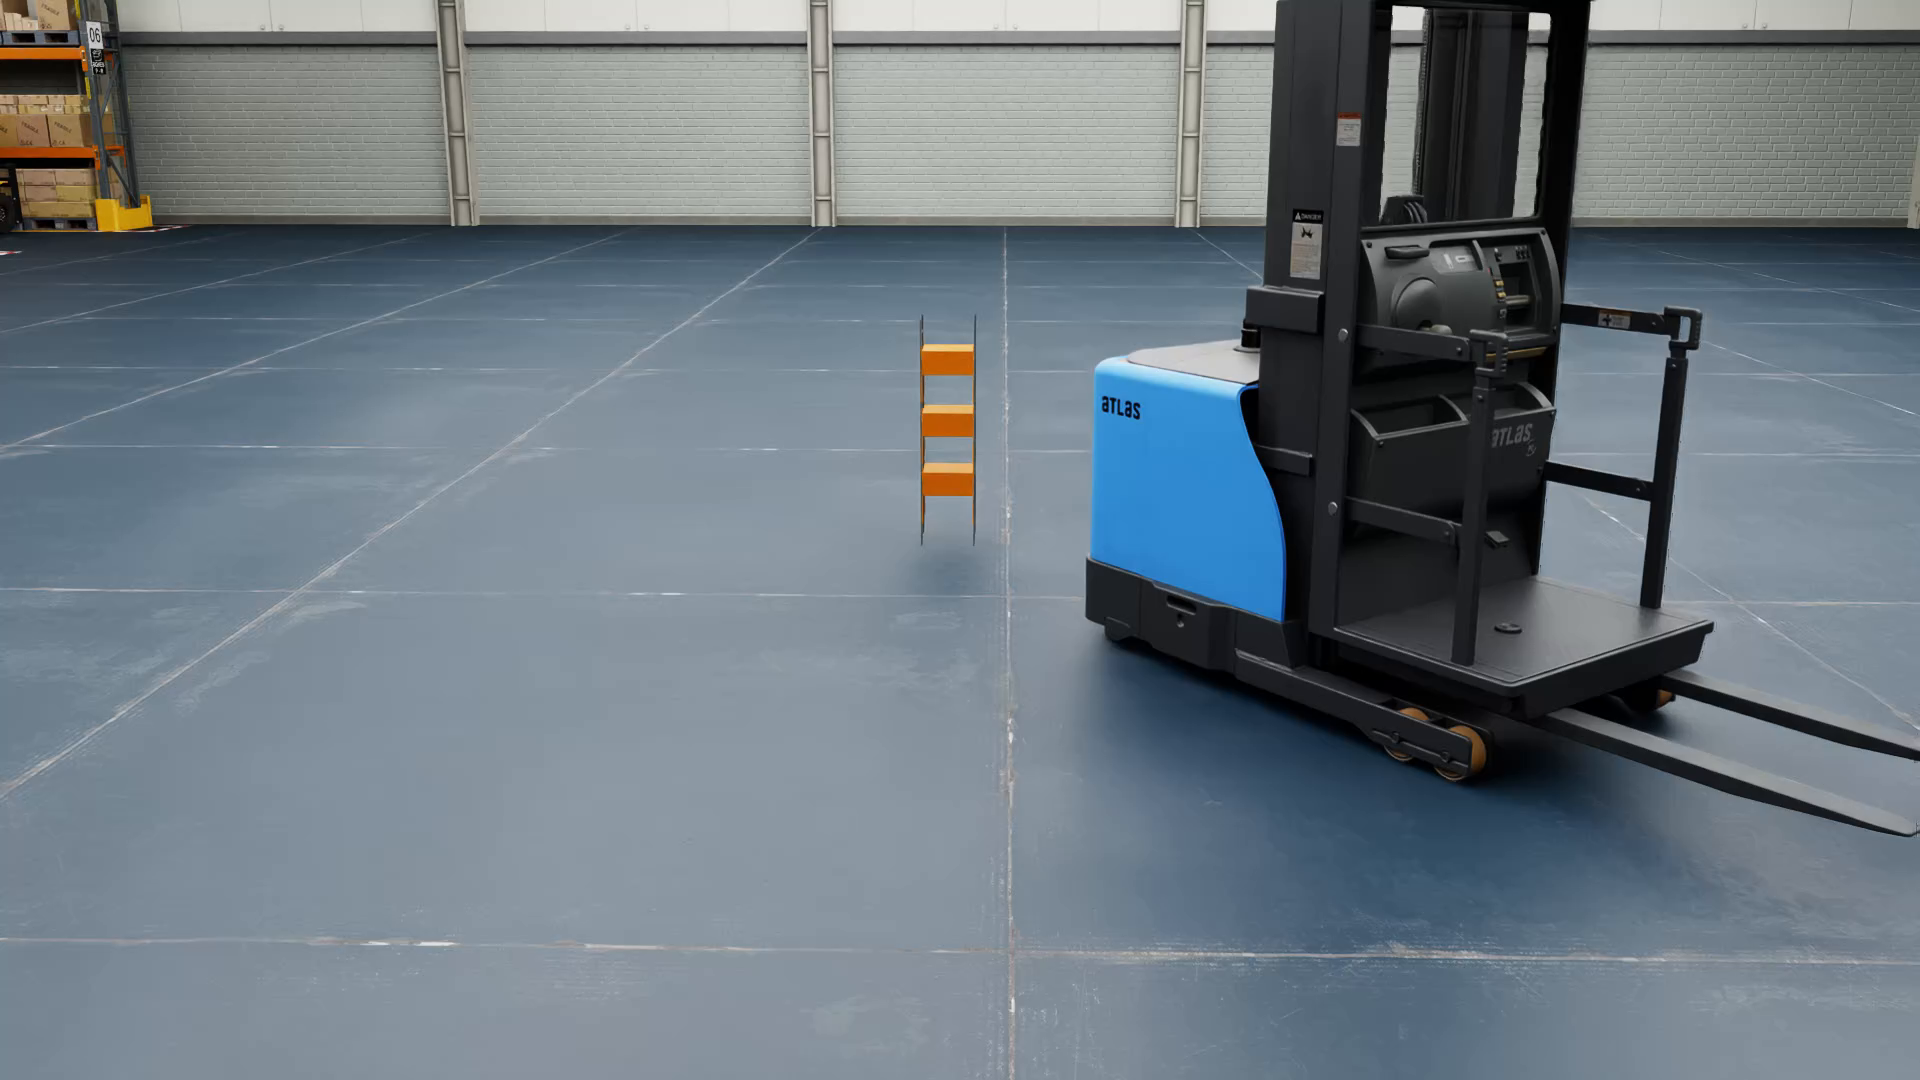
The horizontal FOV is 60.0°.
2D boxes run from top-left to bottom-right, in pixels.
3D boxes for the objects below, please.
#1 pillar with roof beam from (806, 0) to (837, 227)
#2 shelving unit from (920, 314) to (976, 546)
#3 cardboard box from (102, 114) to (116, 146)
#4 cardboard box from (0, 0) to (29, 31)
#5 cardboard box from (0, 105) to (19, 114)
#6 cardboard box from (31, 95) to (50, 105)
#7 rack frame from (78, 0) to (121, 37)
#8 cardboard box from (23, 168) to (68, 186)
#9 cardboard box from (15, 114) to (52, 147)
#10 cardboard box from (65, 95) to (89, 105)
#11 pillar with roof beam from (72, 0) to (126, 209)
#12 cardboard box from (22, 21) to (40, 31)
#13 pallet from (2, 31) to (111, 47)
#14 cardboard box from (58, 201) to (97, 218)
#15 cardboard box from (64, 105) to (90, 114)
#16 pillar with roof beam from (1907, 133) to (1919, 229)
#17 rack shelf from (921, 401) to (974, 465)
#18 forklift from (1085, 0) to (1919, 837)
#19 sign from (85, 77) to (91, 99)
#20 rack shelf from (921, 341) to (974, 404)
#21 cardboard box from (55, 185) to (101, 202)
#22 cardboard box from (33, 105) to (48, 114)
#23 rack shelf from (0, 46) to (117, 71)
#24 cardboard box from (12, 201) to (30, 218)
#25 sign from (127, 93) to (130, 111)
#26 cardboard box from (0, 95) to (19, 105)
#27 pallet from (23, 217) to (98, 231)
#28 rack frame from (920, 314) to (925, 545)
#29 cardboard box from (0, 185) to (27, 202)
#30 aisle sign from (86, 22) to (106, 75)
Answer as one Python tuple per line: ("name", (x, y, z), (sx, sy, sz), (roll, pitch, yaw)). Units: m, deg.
("pillar with roof beam", (-2.363, -8.472, 22.313), (0.400, 9.000, 9.100), (0, 15, 1))
("shelving unit", (-0.053, -0.508, 7.707), (0.252, 1.050, 0.215), (0, 15, 1))
("cardboard box", (-14.064, -6.636, 26.915), (0.500, 0.500, 0.500), (1, 15, 3))
("cardboard box", (-15.046, -8.236, 26.083), (0.500, 0.500, 0.700), (0, 15, 2))
("cardboard box", (-14.960, -6.812, 26.311), (0.250, 0.149, 0.380), (0, 15, 0))
("cardboard box", (-14.449, -6.956, 26.275), (0.250, 0.149, 0.380), (1, 15, 3))
("rack frame", (-13.576, -9.414, 25.882), (0.127, 3.000, 1.000), (0, 15, 1))
("cardboard box", (-14.555, -5.796, 26.534), (0.500, 0.250, 0.500), (1, 15, 2))
("cardboard box", (-14.593, -6.504, 26.415), (0.500, 0.500, 0.500), (1, 15, 3))
("cardboard box", (-13.940, -6.968, 26.319), (0.250, 0.149, 0.380), (0, 15, 2))
("pillar with roof beam", (-14.359, -8.551, 22.609), (0.400, 9.000, 9.100), (0, 15, 1))
("cardboard box", (-14.412, -8.022, 25.957), (0.250, 0.149, 0.380), (0, 15, 0))
("pallet", (-14.282, -7.932, 26.318), (1.213, 0.211, 1.003), (0, 15, 1))
("cardboard box", (-14.054, -5.309, 26.651), (0.500, 0.250, 0.500), (0, 15, 2))
("cardboard box", (-13.930, -6.806, 26.290), (0.250, 0.149, 0.380), (1, 15, 2))
("pillar with roof beam", (15.631, -8.355, 21.868), (0.400, 9.000, 9.100), (0, 15, 1))
("rack shelf", (-0.053, -0.498, 7.710), (0.240, 0.259, 0.215), (0, 15, 1))
("forklift", (1.757, -0.824, 5.218), (1.130, 2.935, 3.031), (-11, 18, -35))
("sign", (-13.604, -7.049, 25.945), (0.005, 0.325, 0.100), (0, 15, 1))
("rack shelf", (-0.053, -0.772, 7.638), (0.240, 0.259, 0.215), (0, 15, 1))
("cardboard box", (-14.071, -5.552, 26.591), (0.500, 0.250, 0.500), (0, 15, 1))
("cardboard box", (-14.444, -6.817, 26.333), (0.250, 0.149, 0.380), (1, 15, 2))
("rack shelf", (-15.576, -7.629, 26.406), (4.000, 0.370, 1.077), (0, 15, 1))
("cardboard box", (-15.051, -5.321, 26.693), (0.500, 0.250, 0.500), (1, 15, 2))
("sign", (-13.556, -7.112, 27.063), (0.005, 0.325, 0.100), (0, 15, 1))
("cardboard box", (-14.960, -6.950, 26.253), (0.250, 0.149, 0.380), (1, 15, 3))
("pallet", (-14.342, -5.159, 26.981), (1.213, 0.211, 1.003), (0, 15, 1))
("rack frame", (-0.175, -0.509, 7.710), (0.008, 1.050, 0.200), (0, 15, 1))
("cardboard box", (-15.089, -5.556, 26.606), (0.500, 0.250, 0.500), (0, 15, 0))
("aisle sign", (-13.518, -7.695, 26.030), (0.004, 0.787, 0.394), (0, 15, 1))
